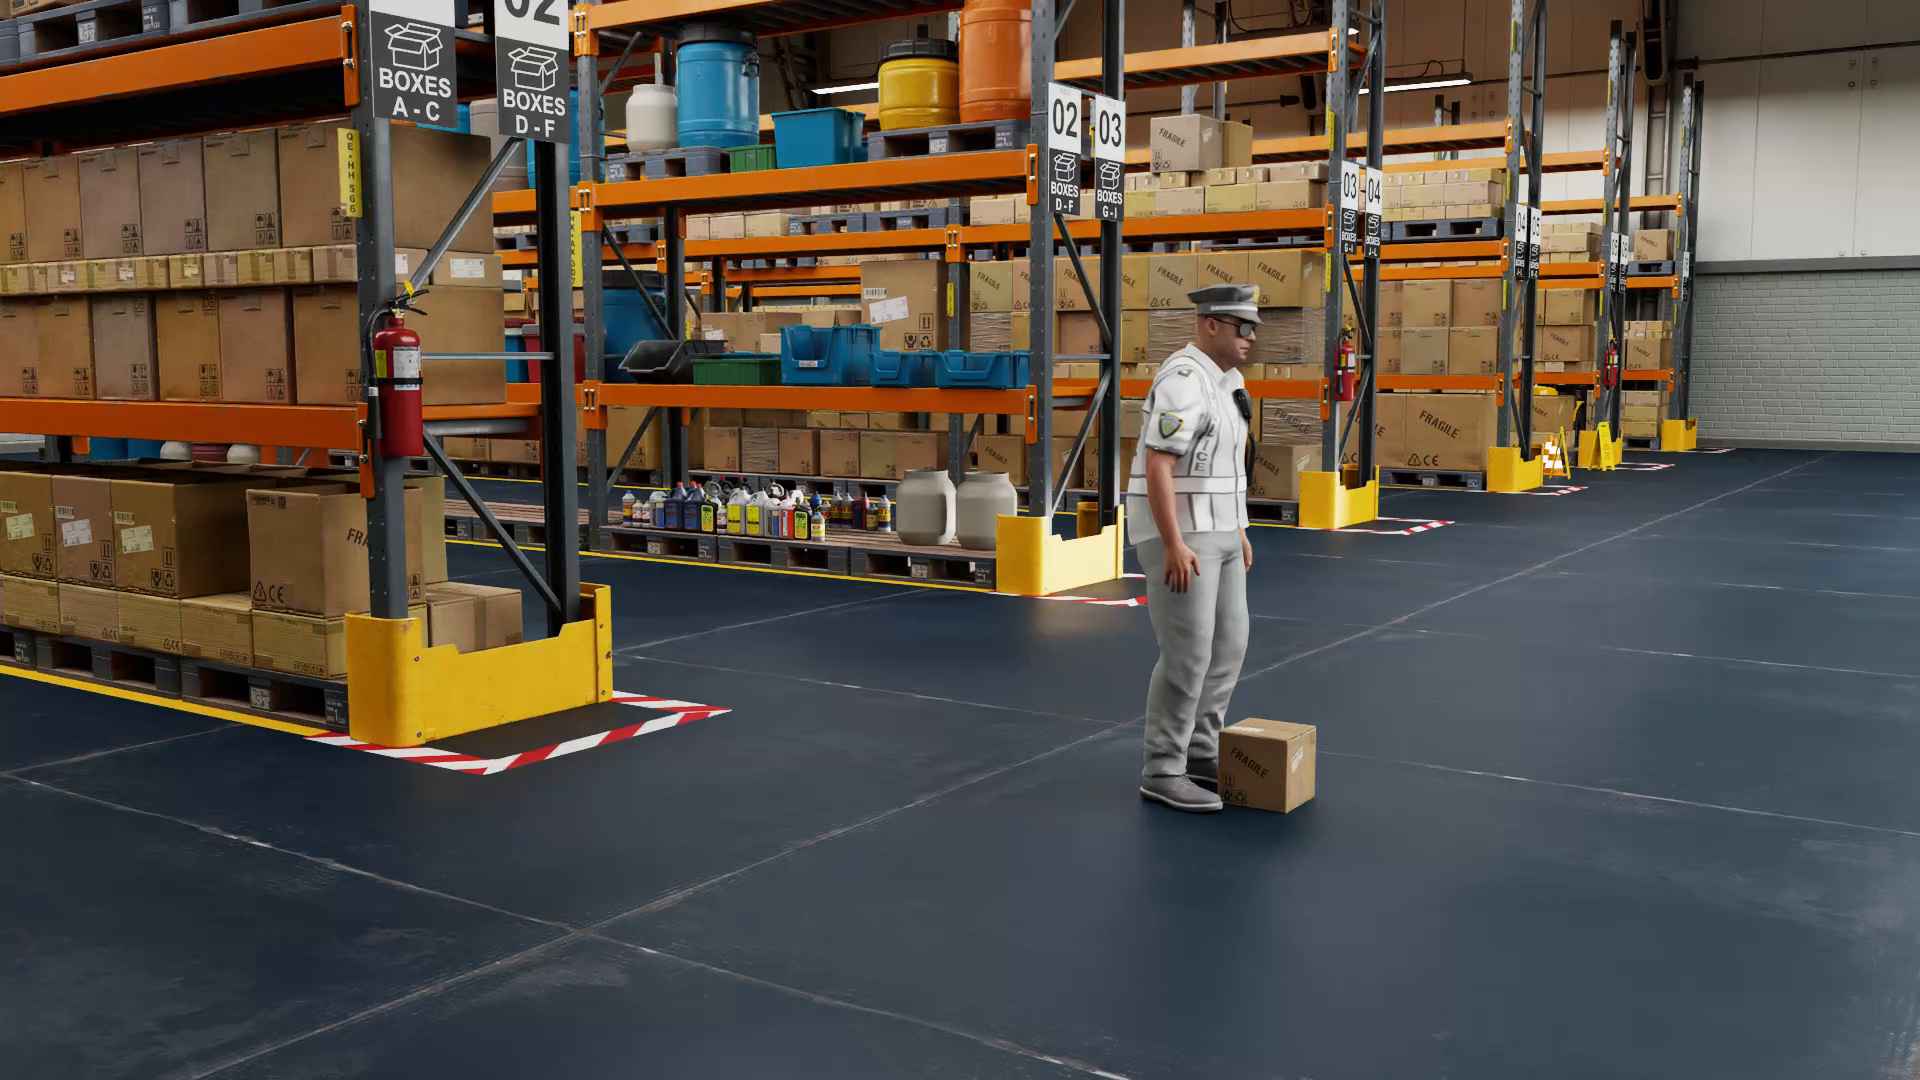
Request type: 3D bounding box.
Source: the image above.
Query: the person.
[{"bbox_3d":[0.813,0.002,5.722,0.432,1.748,0.585,4,7,33],"label":"person"}]
